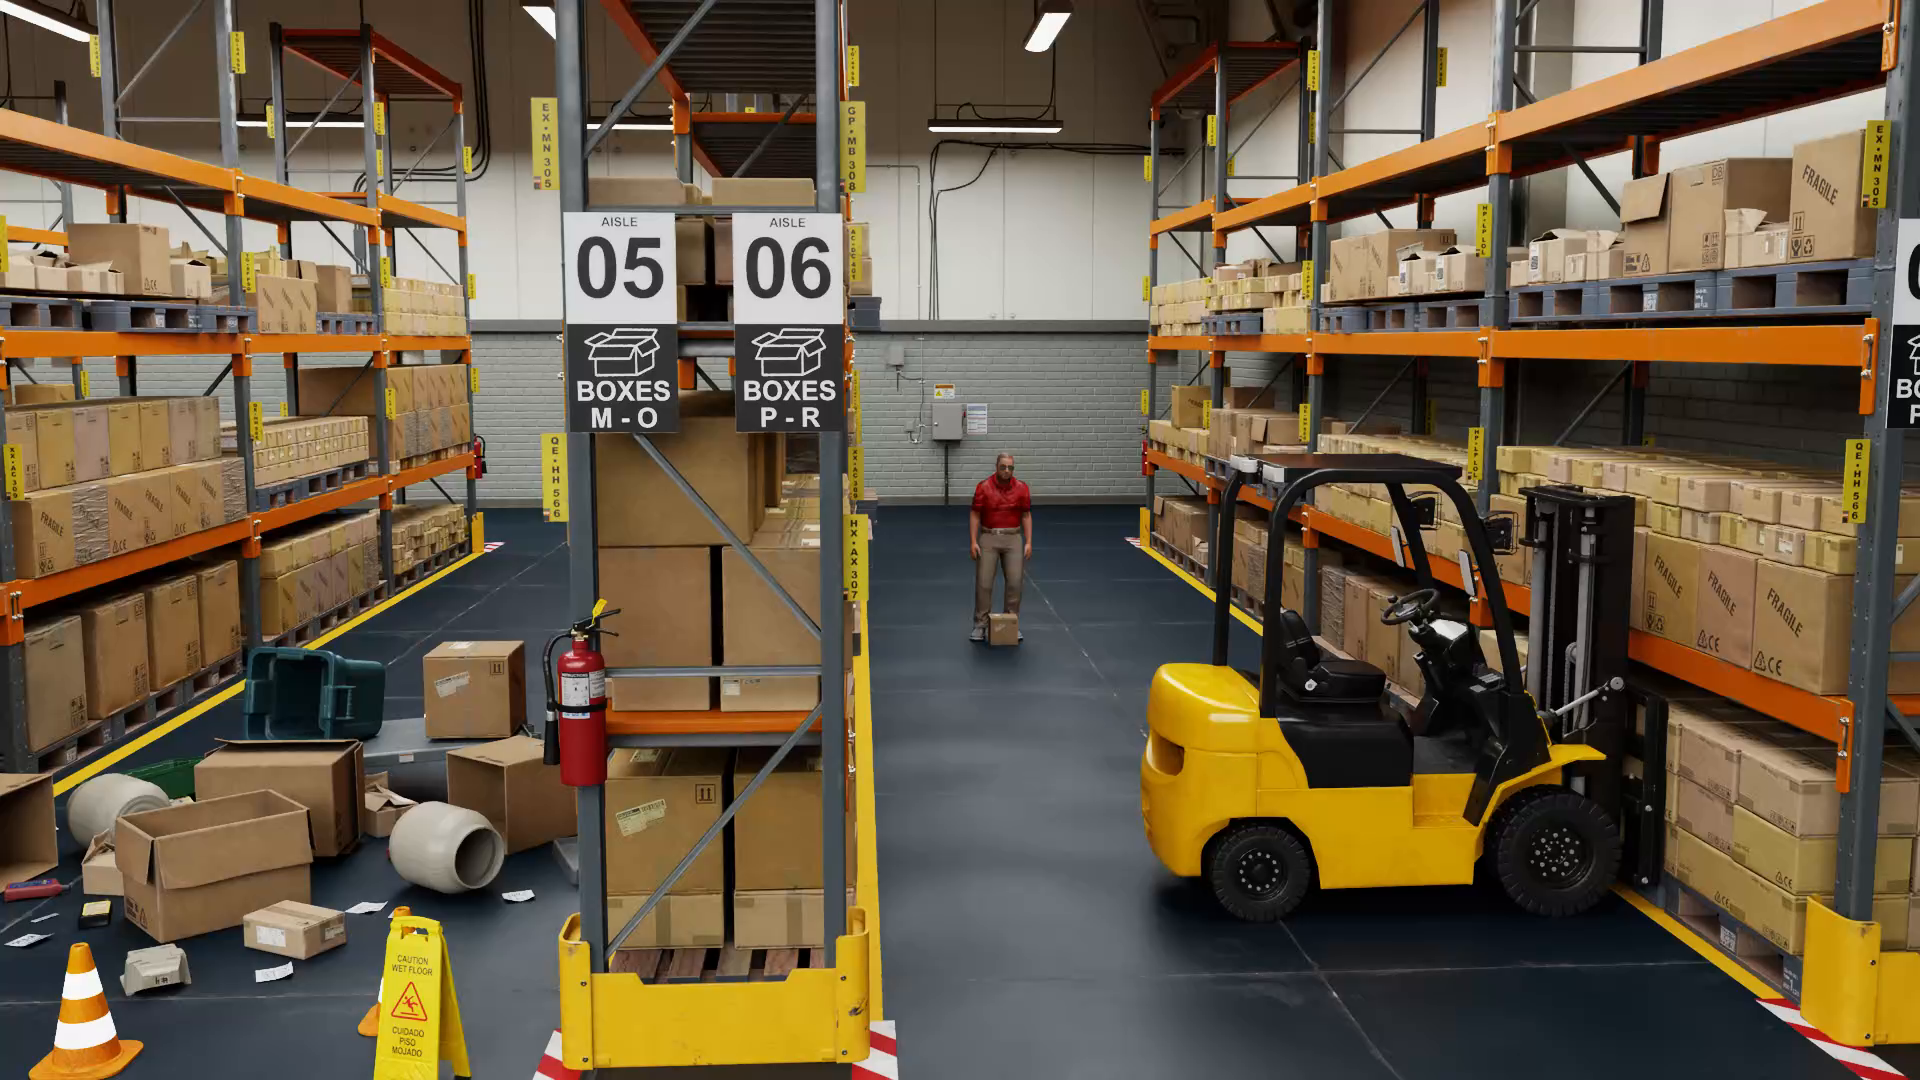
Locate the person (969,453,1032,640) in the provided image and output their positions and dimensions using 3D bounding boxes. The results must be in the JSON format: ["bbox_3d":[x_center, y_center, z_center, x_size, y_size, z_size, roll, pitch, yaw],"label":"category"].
[{"bbox_3d":[0.374,0.052,15.365,0.604,1.726,0.394,-1,7,-7],"label":"person"}]
